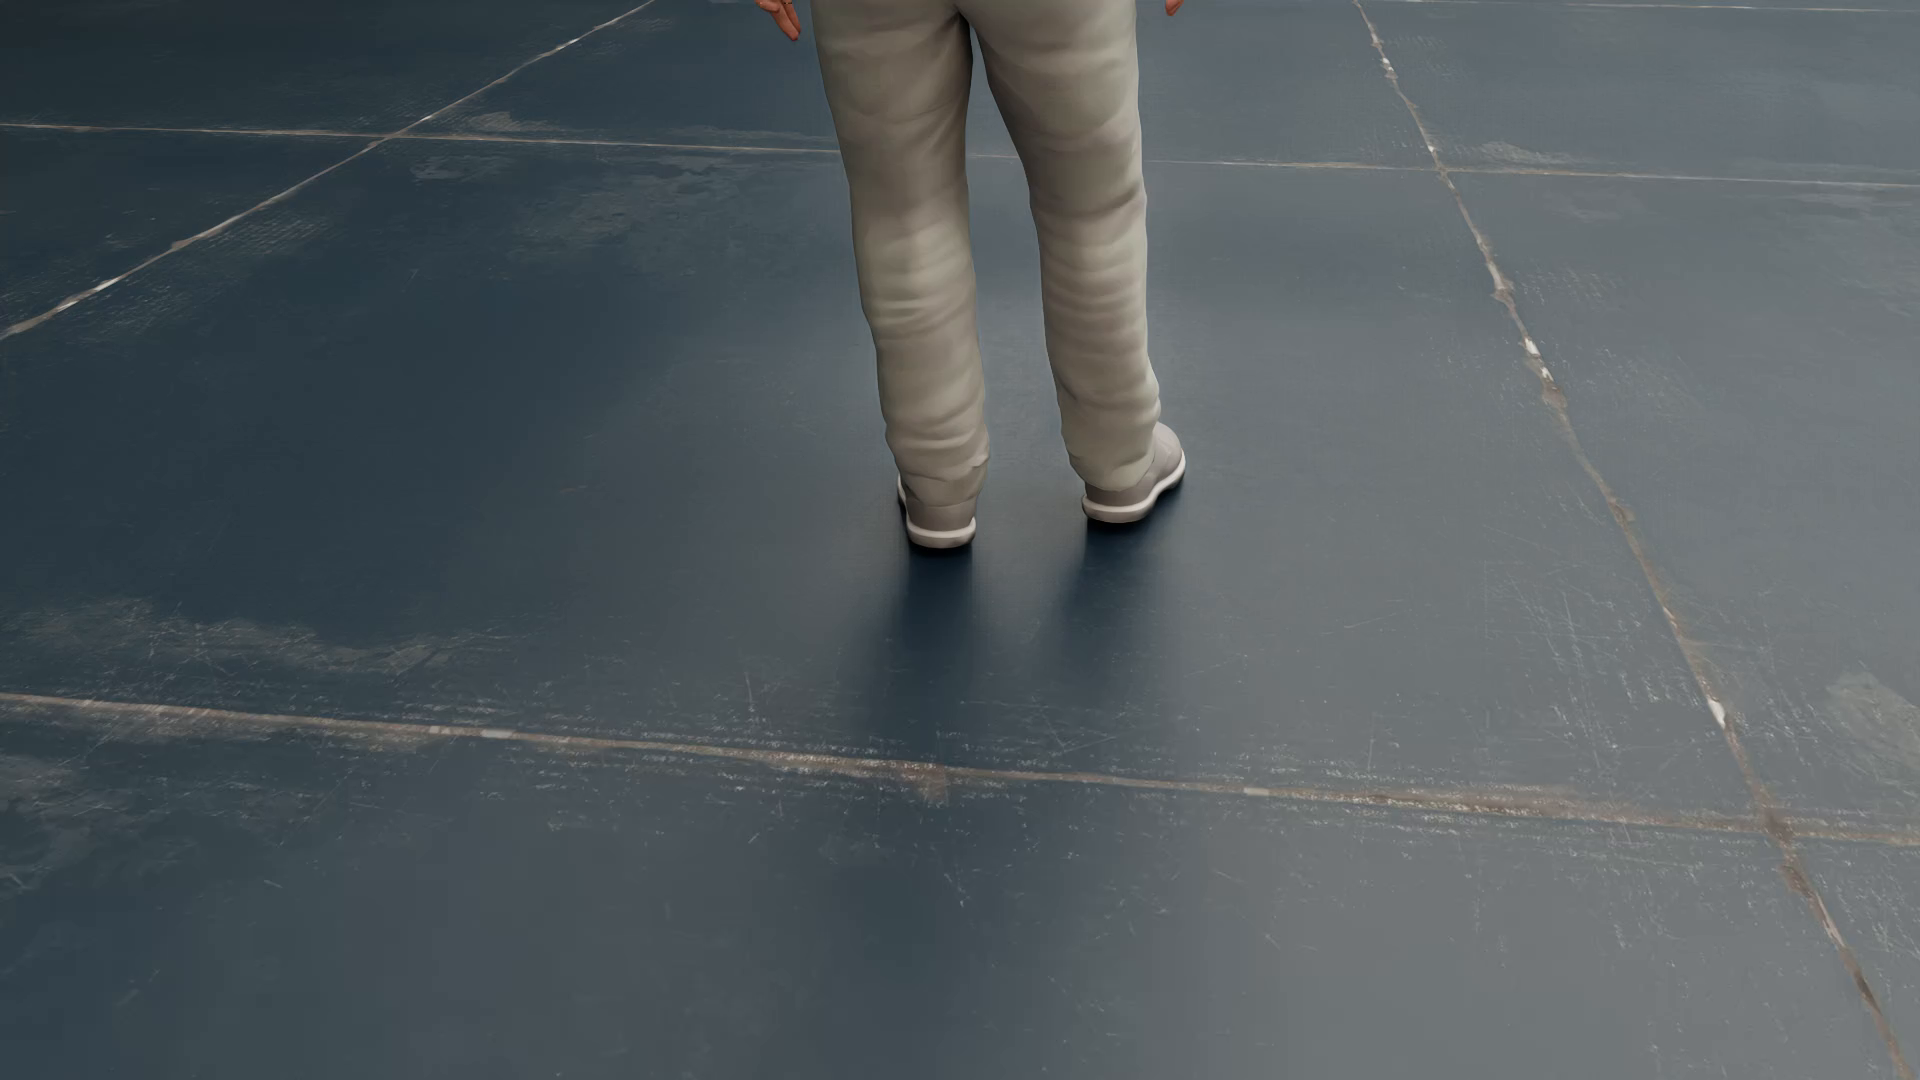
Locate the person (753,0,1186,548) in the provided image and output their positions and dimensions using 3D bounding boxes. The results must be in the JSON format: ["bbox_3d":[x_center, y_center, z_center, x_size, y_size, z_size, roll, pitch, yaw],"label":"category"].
[{"bbox_3d":[0.022,-0.838,2.166,0.641,1.781,0.573,3,27,7],"label":"person"}]
